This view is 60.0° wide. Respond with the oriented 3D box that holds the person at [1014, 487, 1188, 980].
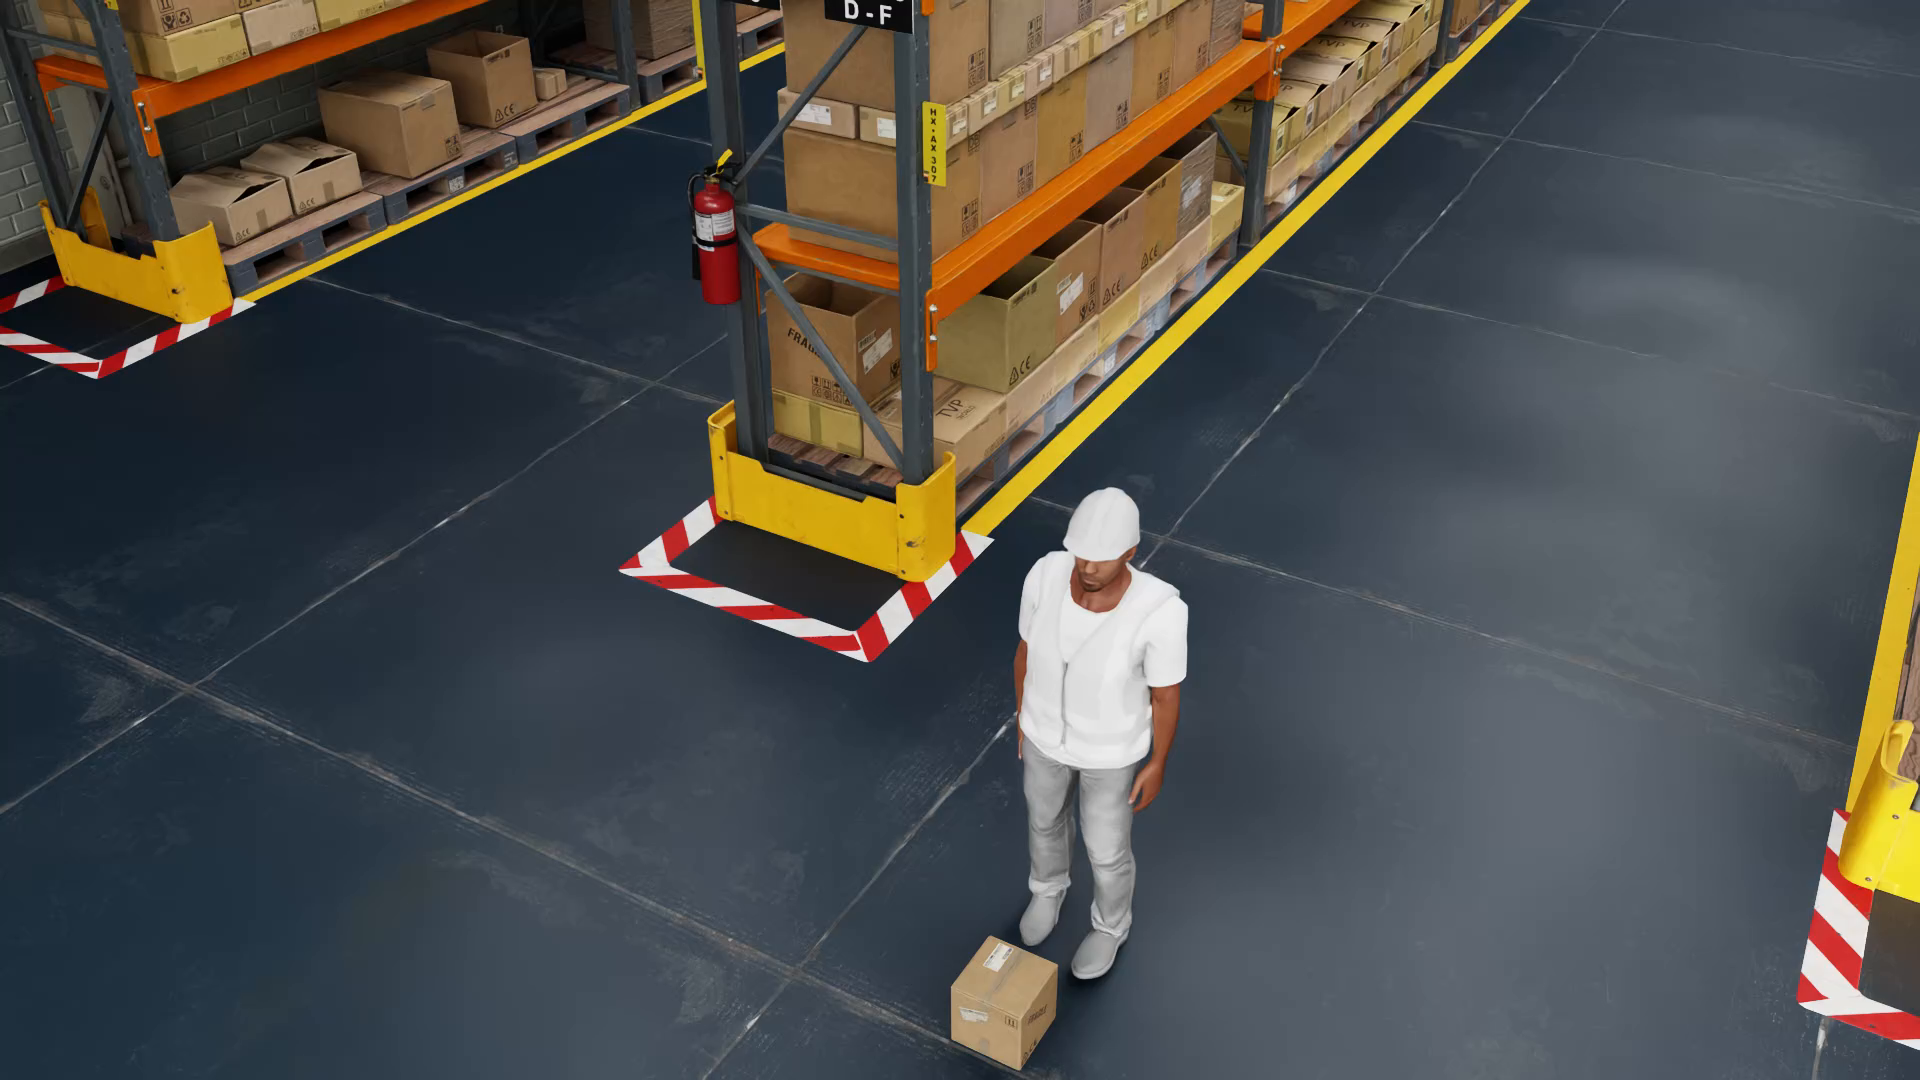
[{"bbox_3d":[0.398,0.627,5.209,0.563,1.781,0.383,19,38,26],"label":"person"}]
